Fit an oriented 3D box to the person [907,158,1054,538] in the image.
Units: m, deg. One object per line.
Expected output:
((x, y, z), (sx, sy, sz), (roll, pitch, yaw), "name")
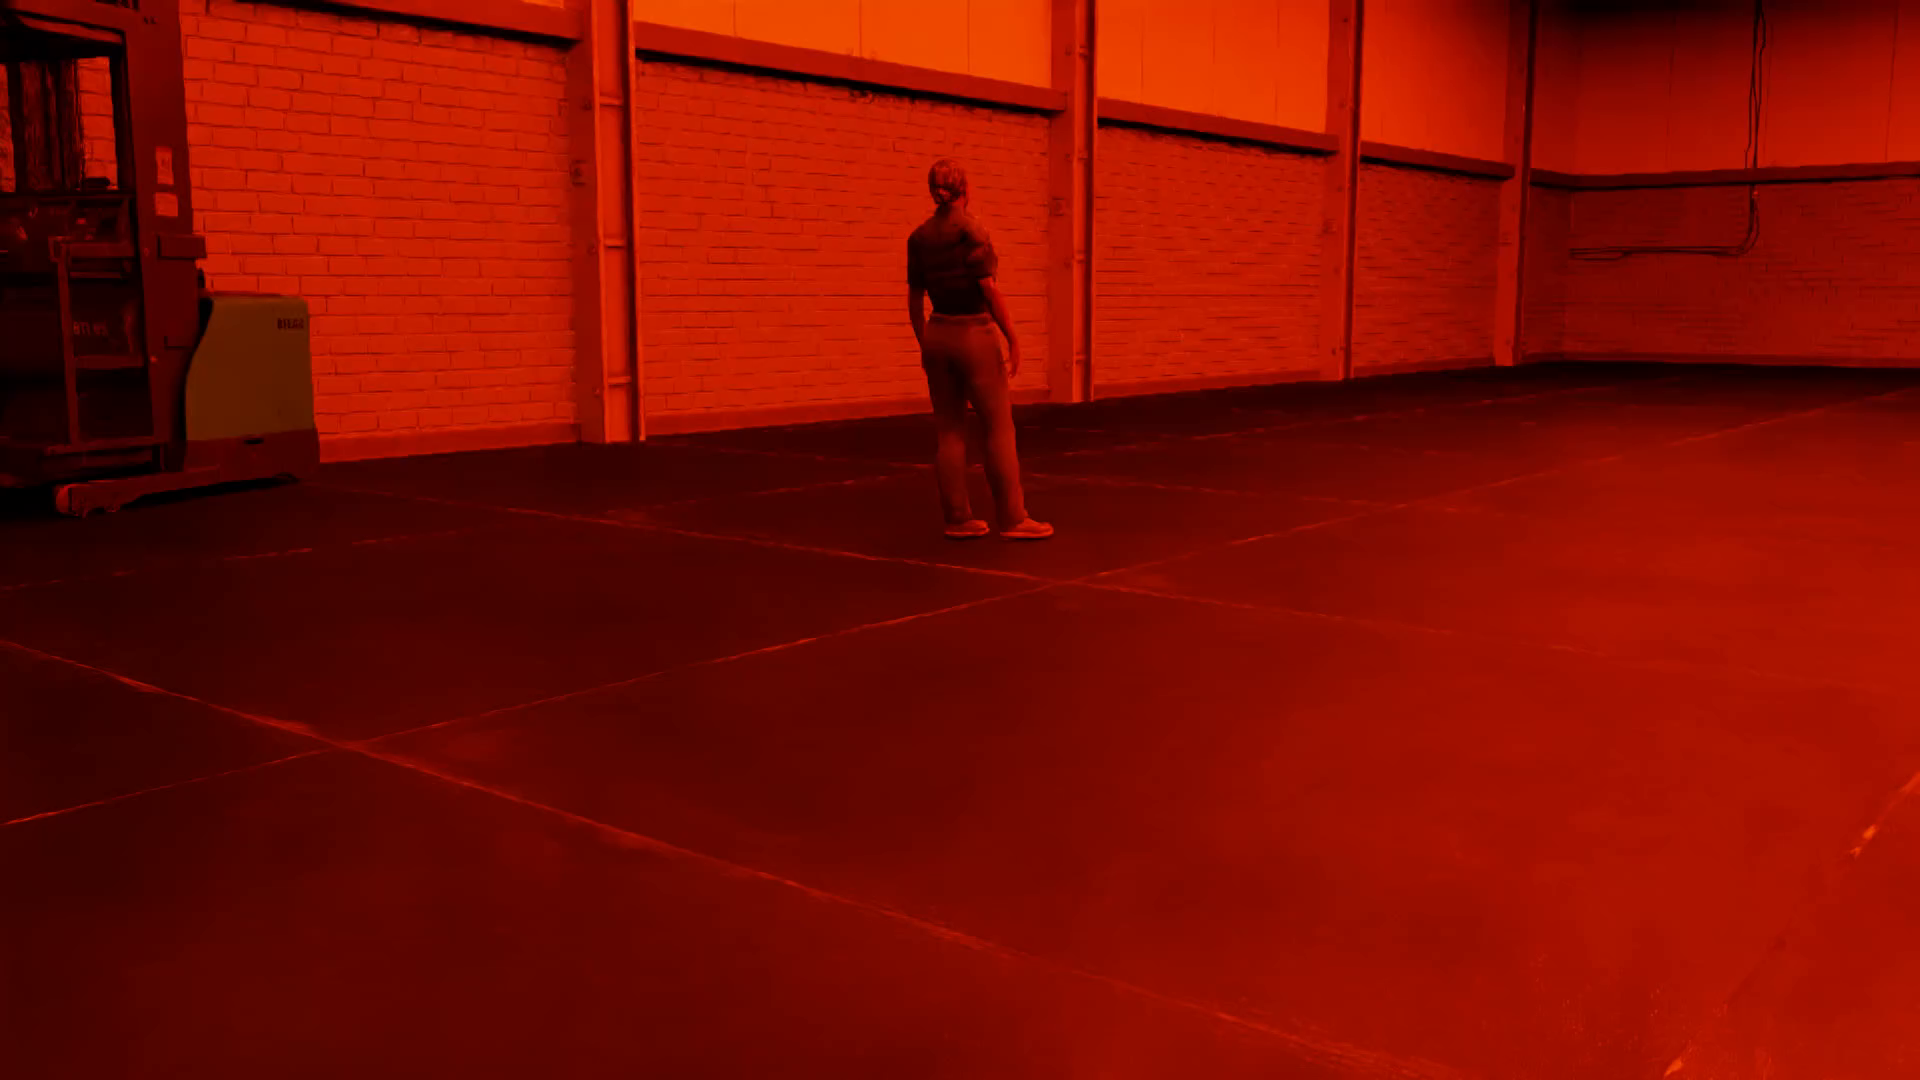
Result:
((0.070, -0.834, 7.339), (0.570, 1.654, 0.503), (7, 11, 38), "person")

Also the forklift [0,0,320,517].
((-4.729, -1.626, 8.395), (1.130, 2.935, 3.031), (3, 9, 19), "forklift")
